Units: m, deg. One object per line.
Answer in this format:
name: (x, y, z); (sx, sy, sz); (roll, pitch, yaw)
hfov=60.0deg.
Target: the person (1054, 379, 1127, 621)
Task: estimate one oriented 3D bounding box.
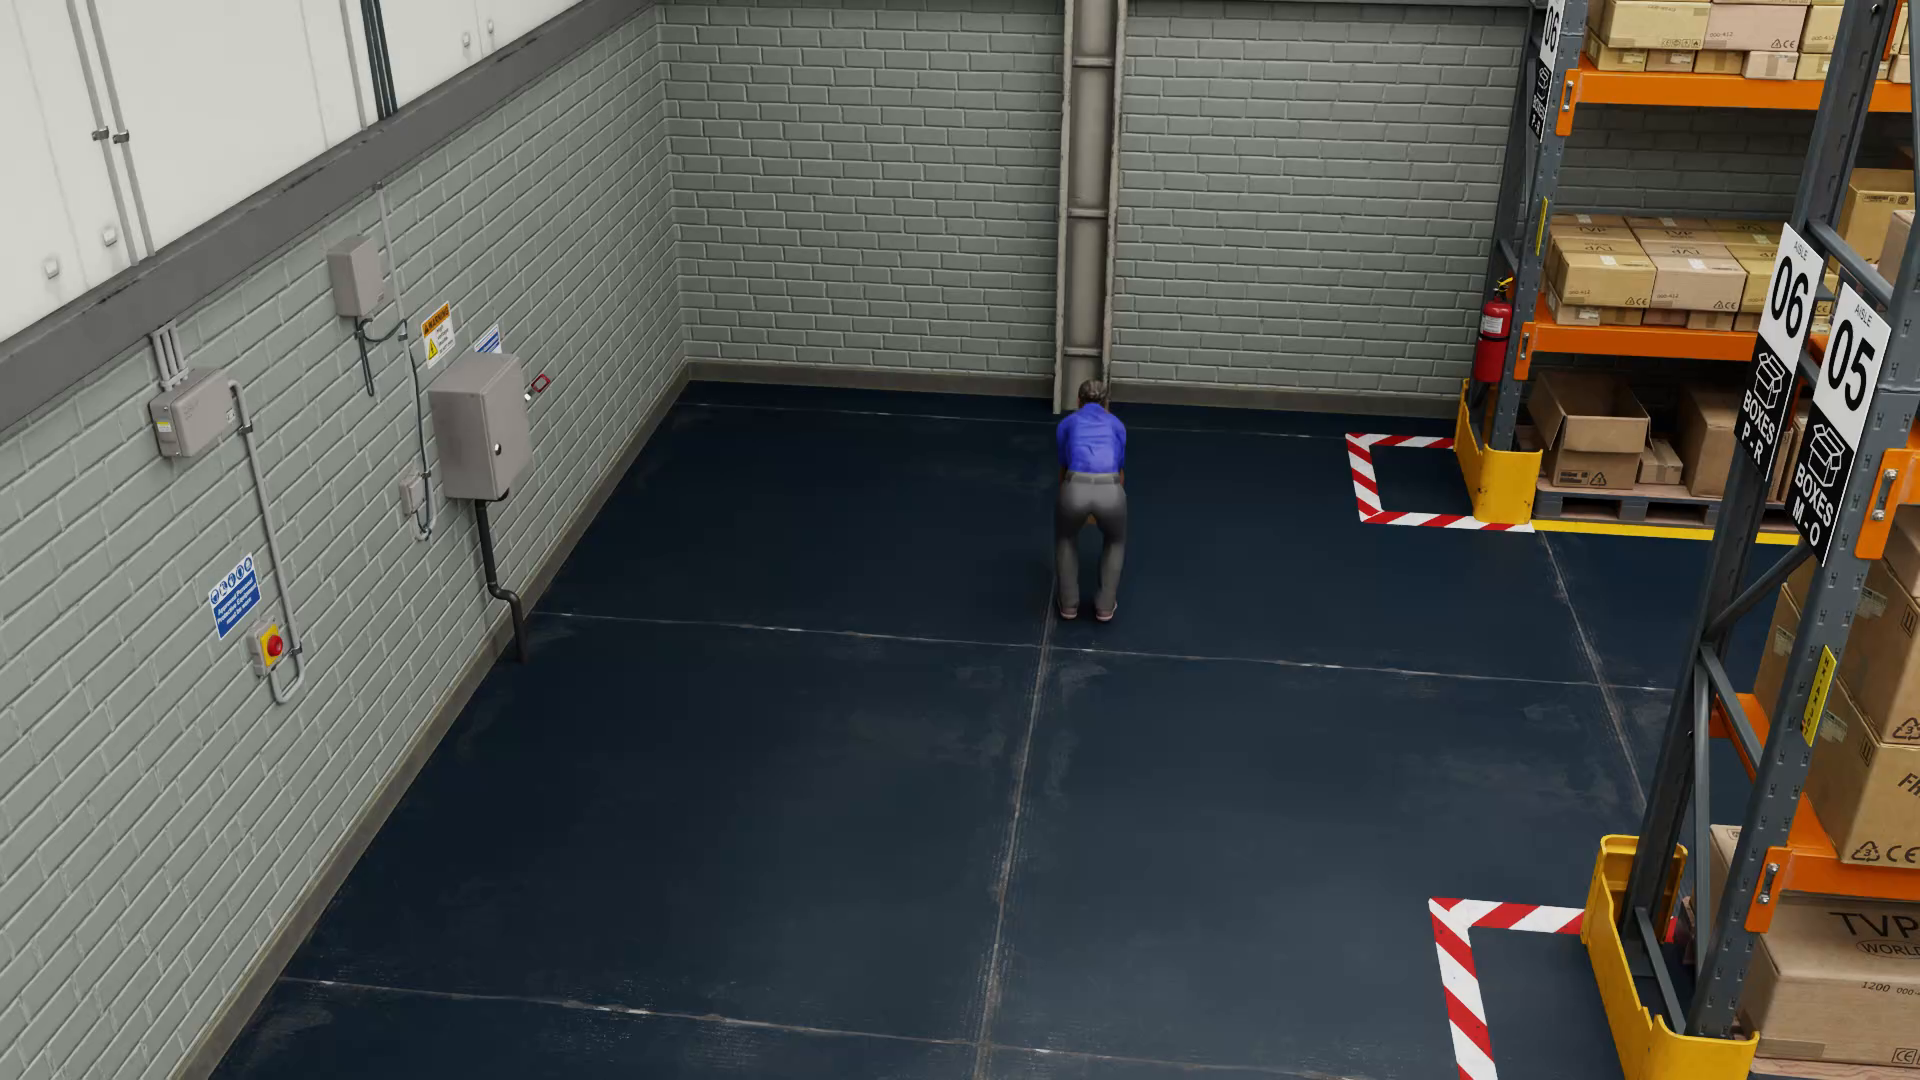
person: (0.739, -0.203, 9.432); (0.418, 1.253, 0.813); (2, 29, 4)
